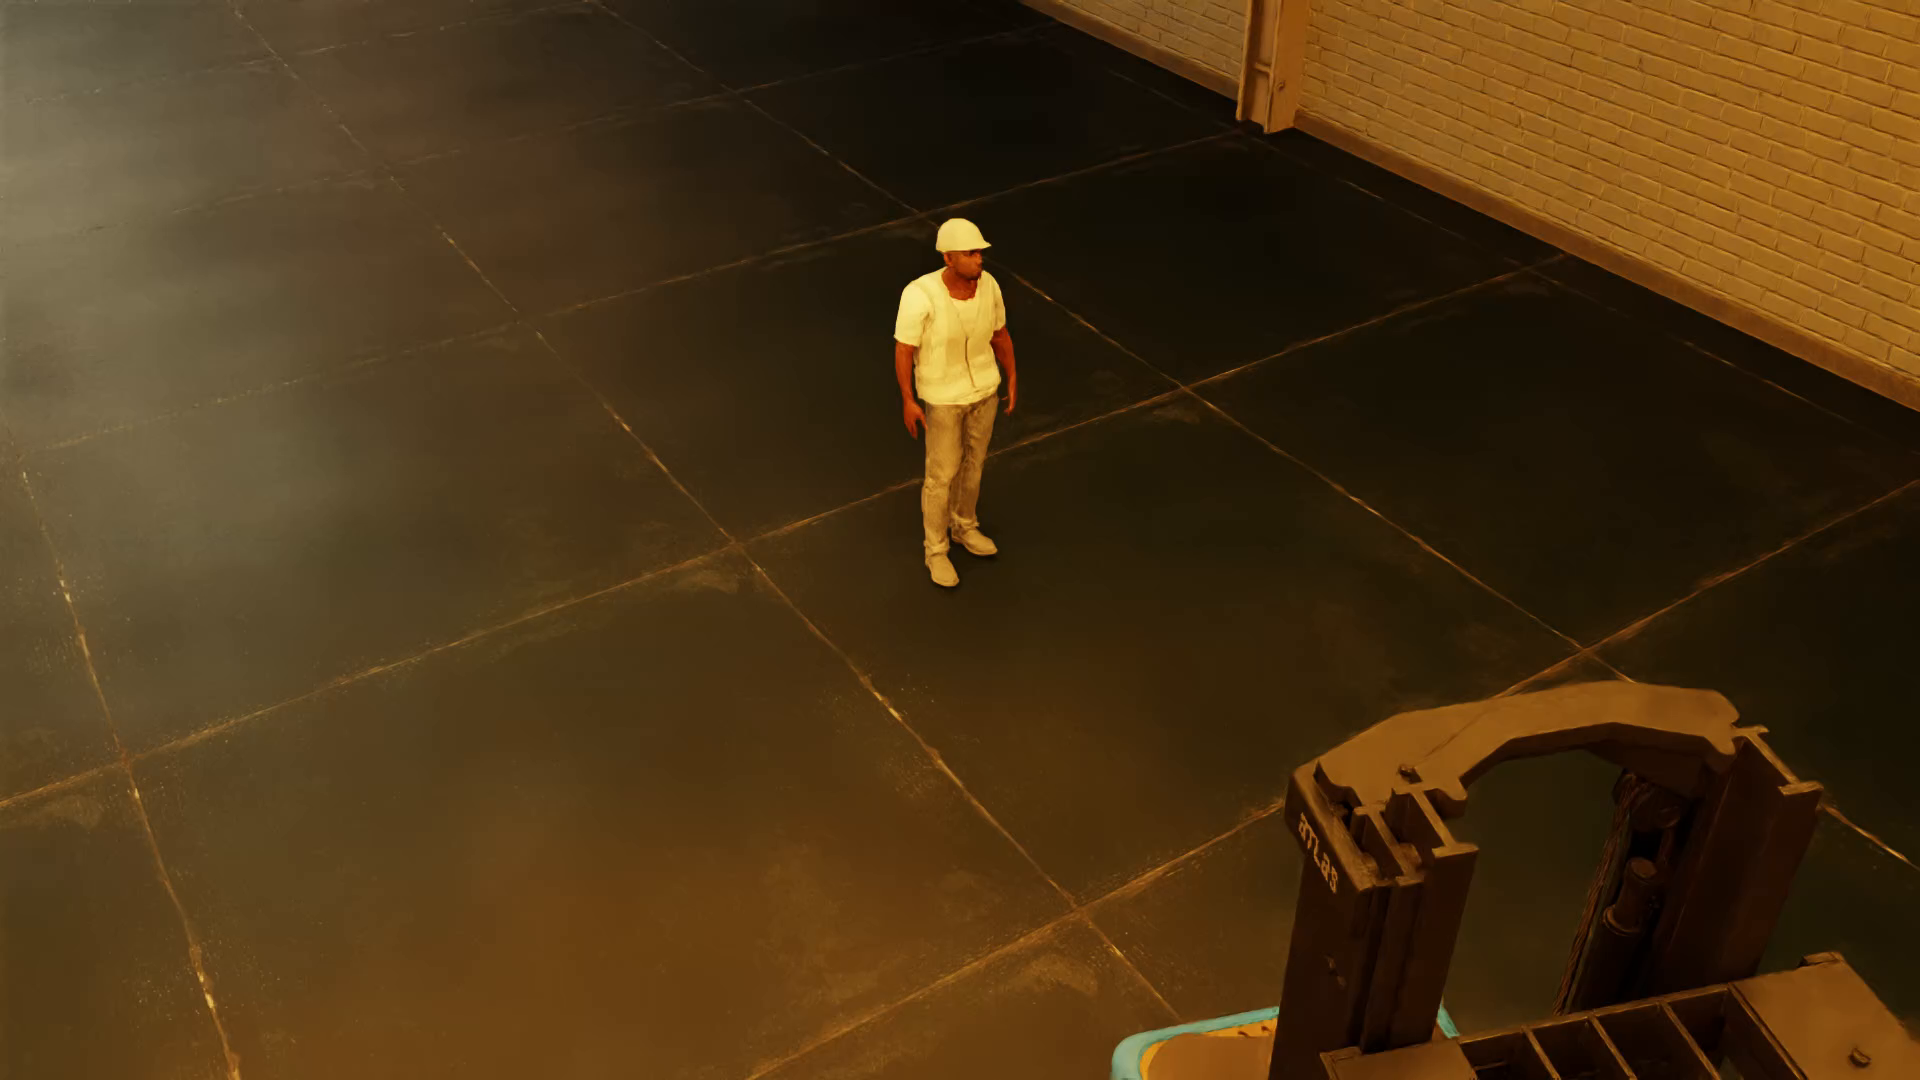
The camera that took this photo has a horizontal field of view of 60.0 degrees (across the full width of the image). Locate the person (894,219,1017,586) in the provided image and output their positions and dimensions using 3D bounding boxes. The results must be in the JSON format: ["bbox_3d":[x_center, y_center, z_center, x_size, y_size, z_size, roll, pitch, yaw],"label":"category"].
[{"bbox_3d":[0.033,-0.693,8.135,0.665,1.766,0.576,-21,40,-27],"label":"person"}]

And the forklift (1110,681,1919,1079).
[{"bbox_3d":[1.251,1.877,3.477,1.130,2.935,3.031,-8,36,-11],"label":"forklift"}]
